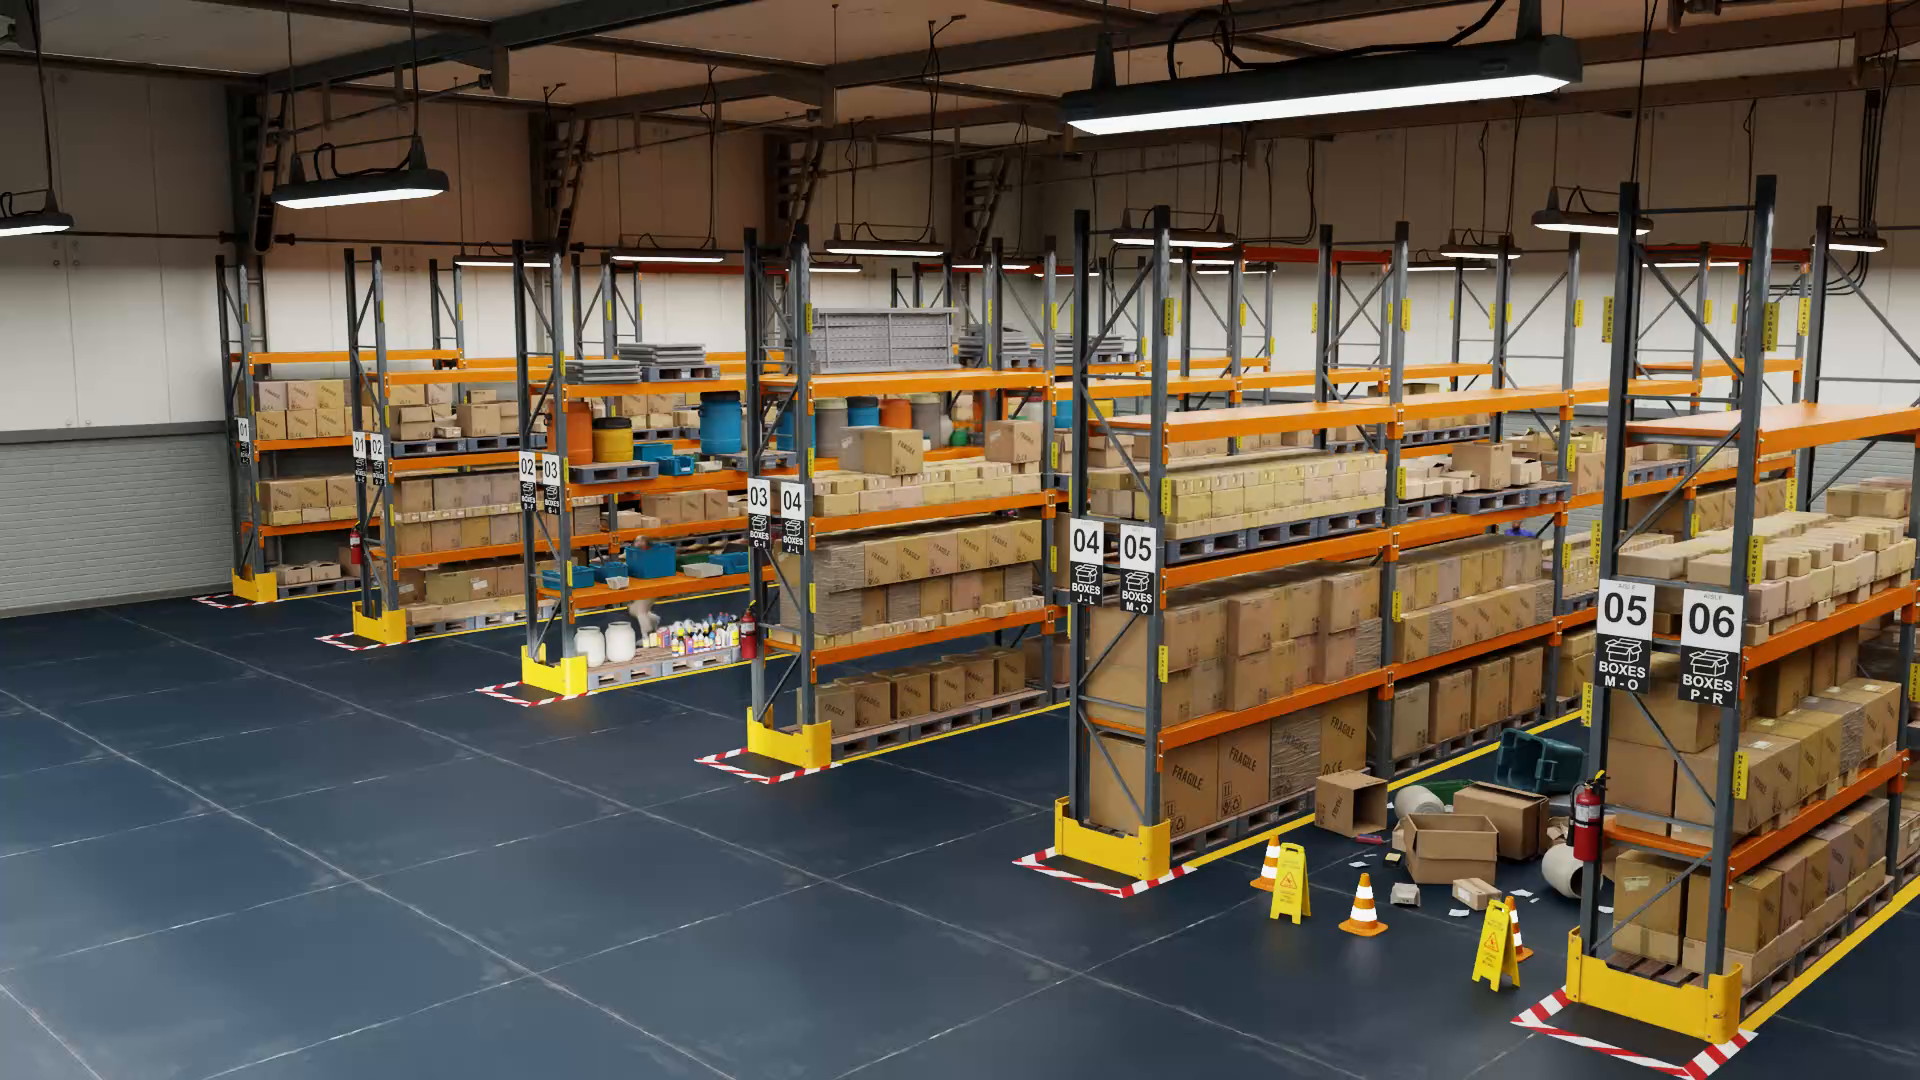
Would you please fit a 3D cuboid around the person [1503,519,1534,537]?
[{"bbox_3d":[9.253,0.433,27.708,0.566,1.711,0.761,7,11,41],"label":"person"}]

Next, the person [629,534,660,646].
[{"bbox_3d":[-4.791,0.753,25.363,0.647,1.700,0.653,-7,11,-40],"label":"person"}]
